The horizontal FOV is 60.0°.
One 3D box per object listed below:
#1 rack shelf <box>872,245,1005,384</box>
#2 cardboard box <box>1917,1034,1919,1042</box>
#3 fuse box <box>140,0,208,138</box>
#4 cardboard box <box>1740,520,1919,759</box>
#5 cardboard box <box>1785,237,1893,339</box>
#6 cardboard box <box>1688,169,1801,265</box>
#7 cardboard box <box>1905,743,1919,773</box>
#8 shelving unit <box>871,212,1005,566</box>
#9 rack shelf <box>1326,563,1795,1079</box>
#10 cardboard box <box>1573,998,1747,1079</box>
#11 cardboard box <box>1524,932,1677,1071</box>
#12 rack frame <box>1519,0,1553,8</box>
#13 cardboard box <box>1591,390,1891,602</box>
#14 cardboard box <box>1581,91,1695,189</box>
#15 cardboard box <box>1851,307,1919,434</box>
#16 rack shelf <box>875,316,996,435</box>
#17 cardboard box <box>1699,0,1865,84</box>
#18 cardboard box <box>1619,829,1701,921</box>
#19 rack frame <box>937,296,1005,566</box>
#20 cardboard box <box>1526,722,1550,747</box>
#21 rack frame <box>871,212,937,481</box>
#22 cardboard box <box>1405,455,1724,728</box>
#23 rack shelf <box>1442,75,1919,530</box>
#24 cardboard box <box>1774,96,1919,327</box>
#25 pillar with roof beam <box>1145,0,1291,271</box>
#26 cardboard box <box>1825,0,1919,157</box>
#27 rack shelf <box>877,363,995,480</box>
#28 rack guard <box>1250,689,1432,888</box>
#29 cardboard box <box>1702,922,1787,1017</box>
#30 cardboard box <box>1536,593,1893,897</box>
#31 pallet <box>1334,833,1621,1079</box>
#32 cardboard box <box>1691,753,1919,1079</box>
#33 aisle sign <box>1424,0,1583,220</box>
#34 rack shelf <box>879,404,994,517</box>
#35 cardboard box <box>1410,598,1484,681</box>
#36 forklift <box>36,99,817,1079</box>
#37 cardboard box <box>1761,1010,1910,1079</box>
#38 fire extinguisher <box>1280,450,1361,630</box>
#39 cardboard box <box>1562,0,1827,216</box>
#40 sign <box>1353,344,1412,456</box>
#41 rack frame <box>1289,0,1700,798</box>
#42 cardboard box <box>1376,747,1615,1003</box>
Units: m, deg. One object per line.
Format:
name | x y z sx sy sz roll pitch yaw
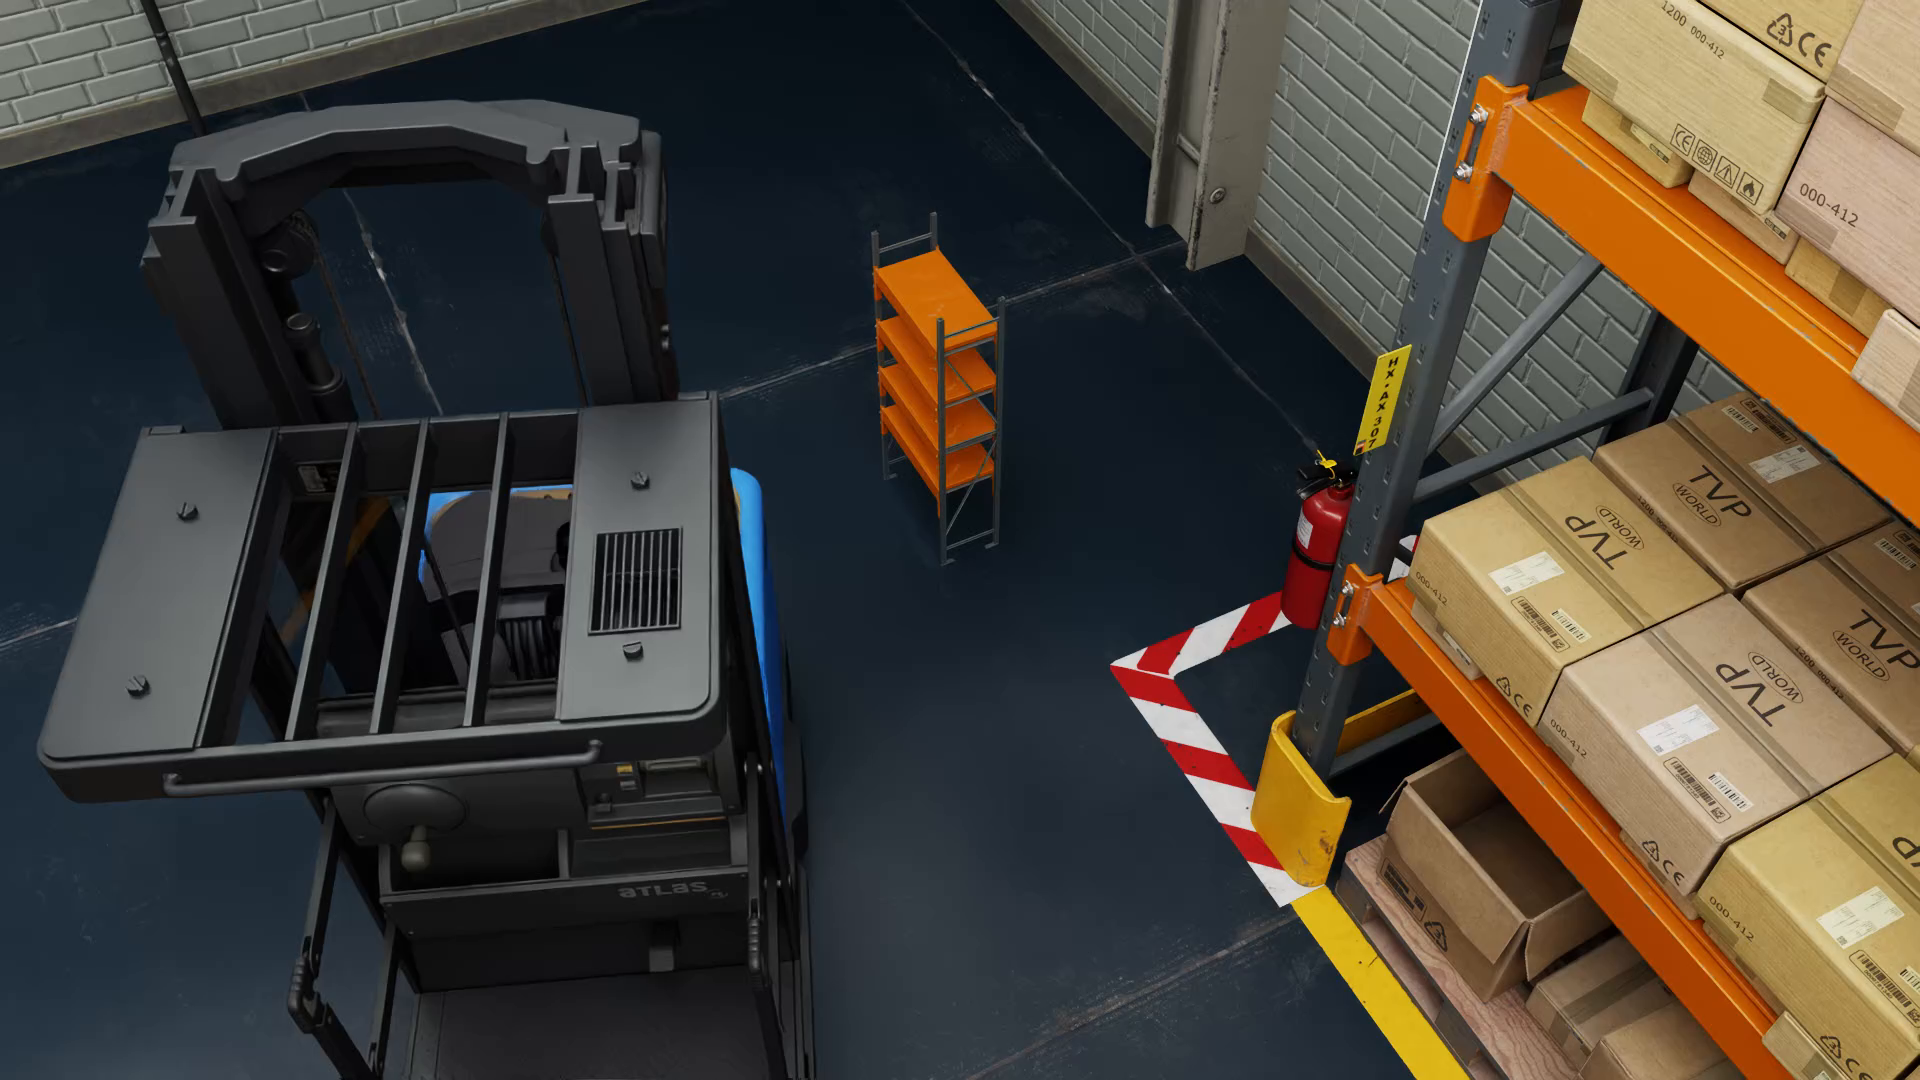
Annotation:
rack shelf | -0.076 -0.764 5.599 0.258 0.148 0.480 -21 52 -18
cardboard box | 2.147 0.872 2.899 0.500 0.500 0.500 -20 52 -17
fuse box | -3.586 -2.488 7.290 0.539 1.711 0.414 -21 52 -18
cardboard box | 2.174 0.280 3.914 0.500 0.250 0.500 -21 52 -17
cardboard box | 1.677 -0.500 2.869 0.380 0.149 0.250 -21 52 -17
cardboard box | 1.575 -0.678 3.024 0.380 0.149 0.250 -20 52 -17
cardboard box | 2.396 0.613 3.623 0.500 0.250 0.500 -20 52 -16
shelving unit | -0.076 -0.506 5.895 0.258 1.200 0.503 -21 52 -18
rack shelf | 2.408 1.342 3.561 1.077 0.370 4.000 -21 52 -18
cardboard box | 2.045 1.479 4.345 0.700 0.500 0.500 -19 52 -16
cardboard box | 1.848 1.307 4.729 0.380 0.149 0.250 -23 53 -19
rack frame | 1.493 -2.208 2.203 1.000 3.000 0.127 -21 52 -18
cardboard box | 1.939 -0.065 4.216 0.500 0.250 0.500 -20 52 -16
cardboard box | 1.432 -0.844 3.170 0.380 0.149 0.250 -20 52 -17
cardboard box | 1.700 -0.298 2.692 0.380 0.149 0.250 -20 52 -17
rack shelf | -0.076 -0.609 5.778 0.258 0.148 0.480 -21 52 -18
cardboard box | 1.472 -1.050 2.753 0.500 0.250 0.500 -22 52 -18
cardboard box | 1.769 0.673 3.836 0.380 0.149 0.250 -20 52 -16
rack frame | 0.036 -0.342 5.752 0.240 1.200 0.015 -21 52 -18
cardboard box | 1.557 0.318 4.146 0.380 0.149 0.250 -20 52 -17
rack frame | -0.187 -0.669 6.038 0.240 1.200 0.015 -21 52 -18
cardboard box | 1.461 0.115 4.059 0.500 0.250 0.500 -21 52 -17
rack shelf | 2.408 0.355 2.432 1.077 0.370 4.000 -21 52 -18
cardboard box | 1.704 -0.545 2.643 0.500 0.250 0.500 -20 52 -17
pillar with roof beam | -2.768 -2.840 2.756 9.100 9.000 0.400 -21 52 -18
cardboard box | 1.688 -0.703 2.449 0.500 0.250 0.500 -22 52 -18
rack shelf | -0.076 -0.462 5.946 0.258 0.148 0.480 -21 52 -18
rack guard | 1.527 0.641 5.357 1.175 0.500 0.348 -21 52 -18
cardboard box | 1.895 0.848 3.682 0.380 0.149 0.250 -20 52 -17
cardboard box | 1.692 0.452 3.764 0.500 0.250 0.500 -21 52 -17
pallet | 1.893 1.269 5.000 1.003 0.211 1.213 -21 52 -18
cardboard box | 1.926 0.790 3.468 0.500 0.250 0.500 -22 52 -18
aisle sign | 1.200 -1.033 3.434 0.394 0.787 0.004 -21 52 -18
rack shelf | -0.076 -0.331 6.095 0.258 0.148 0.480 -21 52 -18
cardboard box | 1.399 0.164 4.281 0.380 0.149 0.250 -22 52 -18
forklift | -0.973 0.655 3.730 1.130 2.935 3.031 -4 49 -4
cardboard box | 1.944 1.043 3.511 0.380 0.149 0.250 -23 53 -19
fire extinguisher | 1.014 -0.024 4.577 0.296 0.674 0.183 -21 52 -18
cardboard box | 1.453 -0.878 2.934 0.500 0.250 0.500 -22 52 -18
sign | 1.010 -0.331 3.972 0.100 0.325 0.005 -21 52 -18
rack frame | 1.493 -0.233 4.461 1.000 3.000 0.127 -21 52 -18
cardboard box | 1.688 0.893 4.856 0.797 0.503 0.637 -23 53 -19
